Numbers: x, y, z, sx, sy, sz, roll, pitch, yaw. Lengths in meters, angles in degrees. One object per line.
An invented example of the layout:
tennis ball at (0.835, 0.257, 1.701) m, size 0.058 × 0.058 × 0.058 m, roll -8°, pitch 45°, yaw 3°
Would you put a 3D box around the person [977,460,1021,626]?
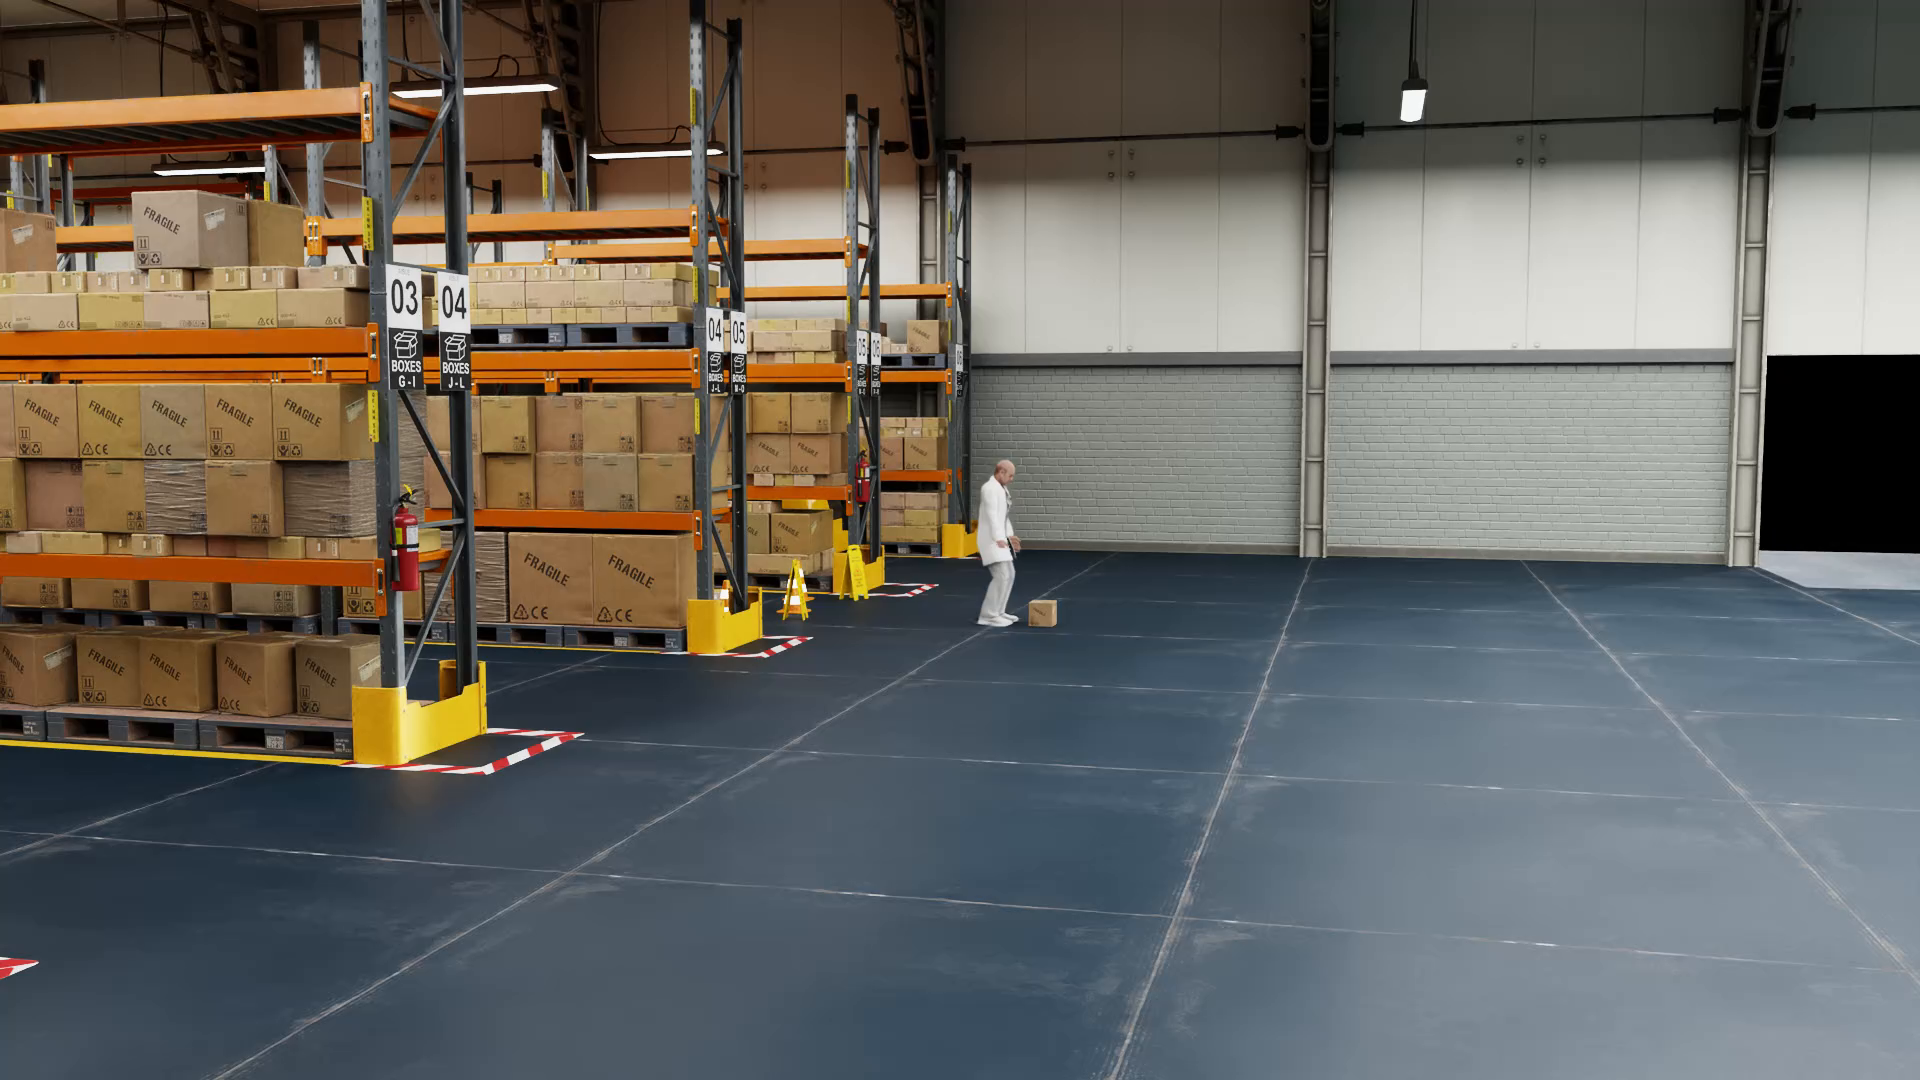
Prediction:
person at (0.401, 0.022, 17.523) m, size 0.409 × 1.738 × 0.587 m, roll 1°, pitch 5°, yaw 15°
